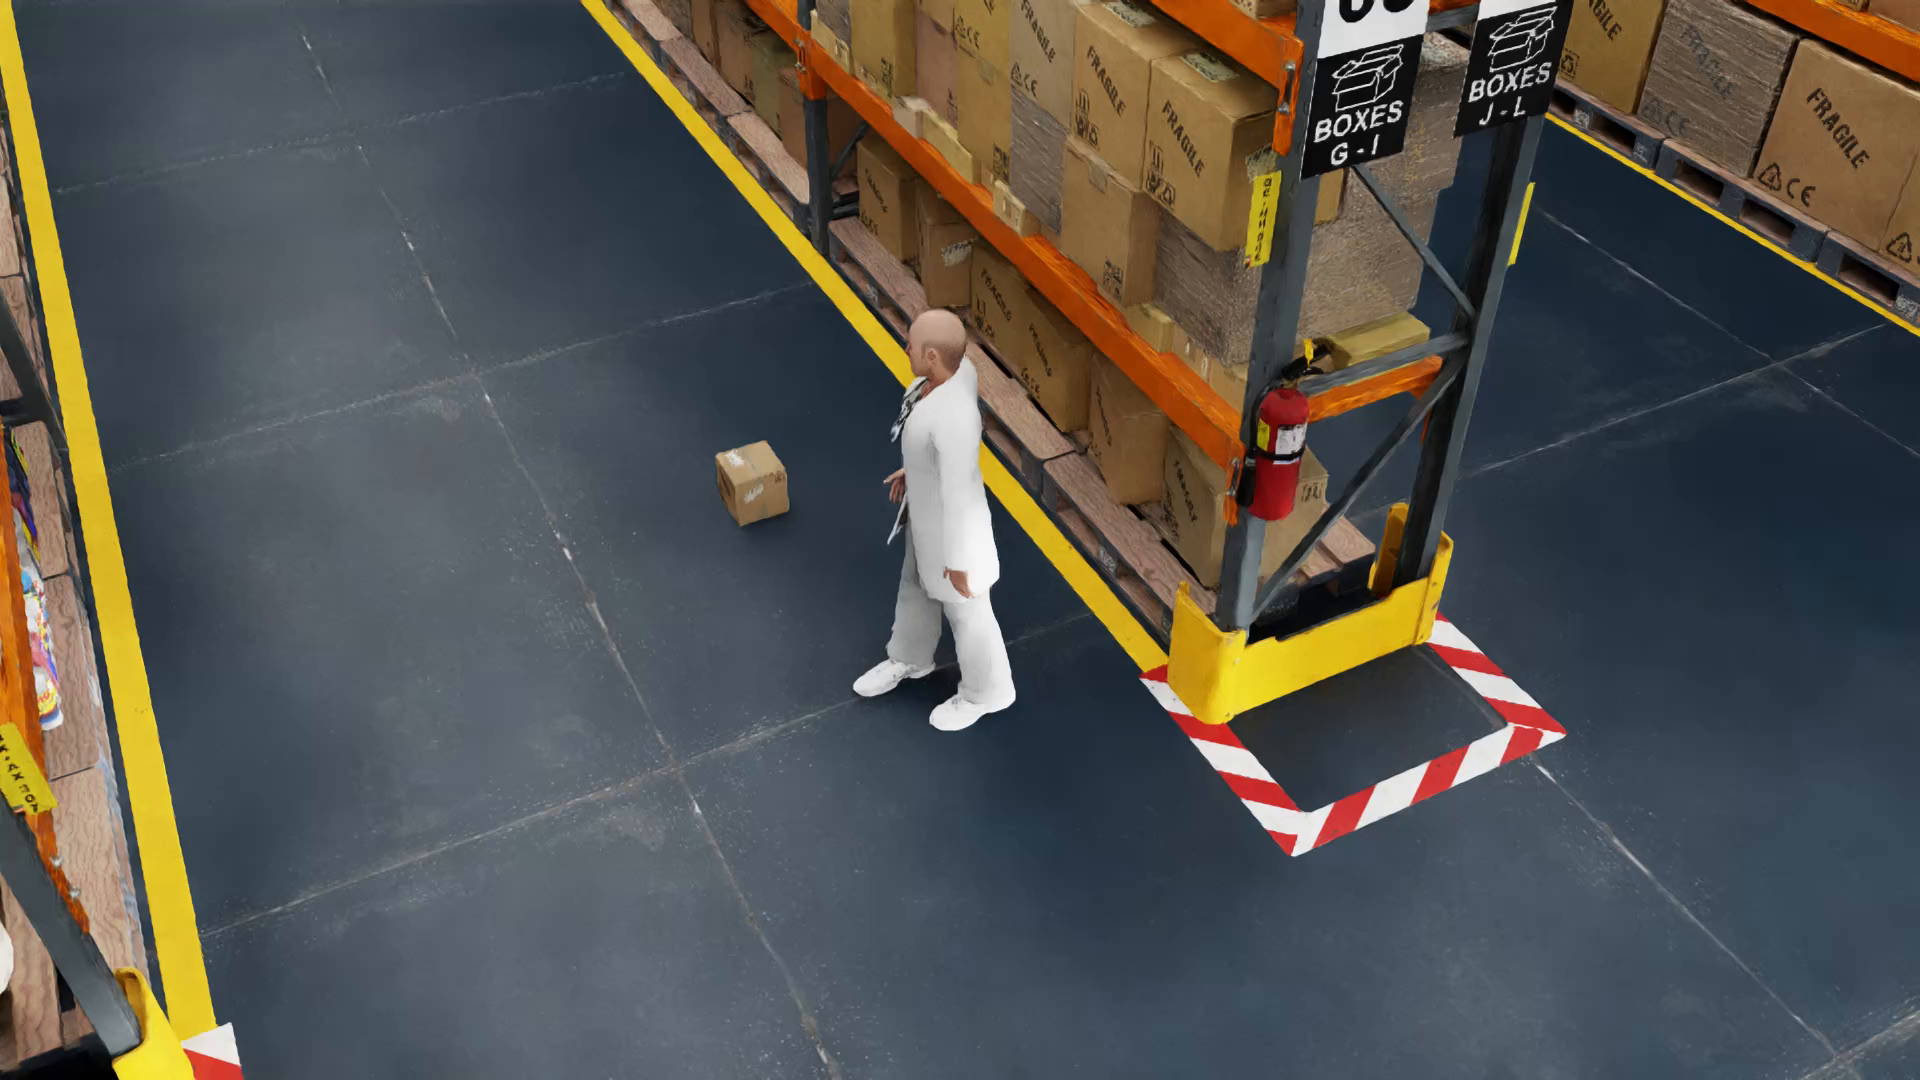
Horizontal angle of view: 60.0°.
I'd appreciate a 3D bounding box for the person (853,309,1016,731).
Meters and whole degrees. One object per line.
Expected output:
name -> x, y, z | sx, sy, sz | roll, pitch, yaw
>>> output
person -> -0.115, -0.071, 6.246 | 0.652, 1.788, 0.675 | -5, 41, -6
